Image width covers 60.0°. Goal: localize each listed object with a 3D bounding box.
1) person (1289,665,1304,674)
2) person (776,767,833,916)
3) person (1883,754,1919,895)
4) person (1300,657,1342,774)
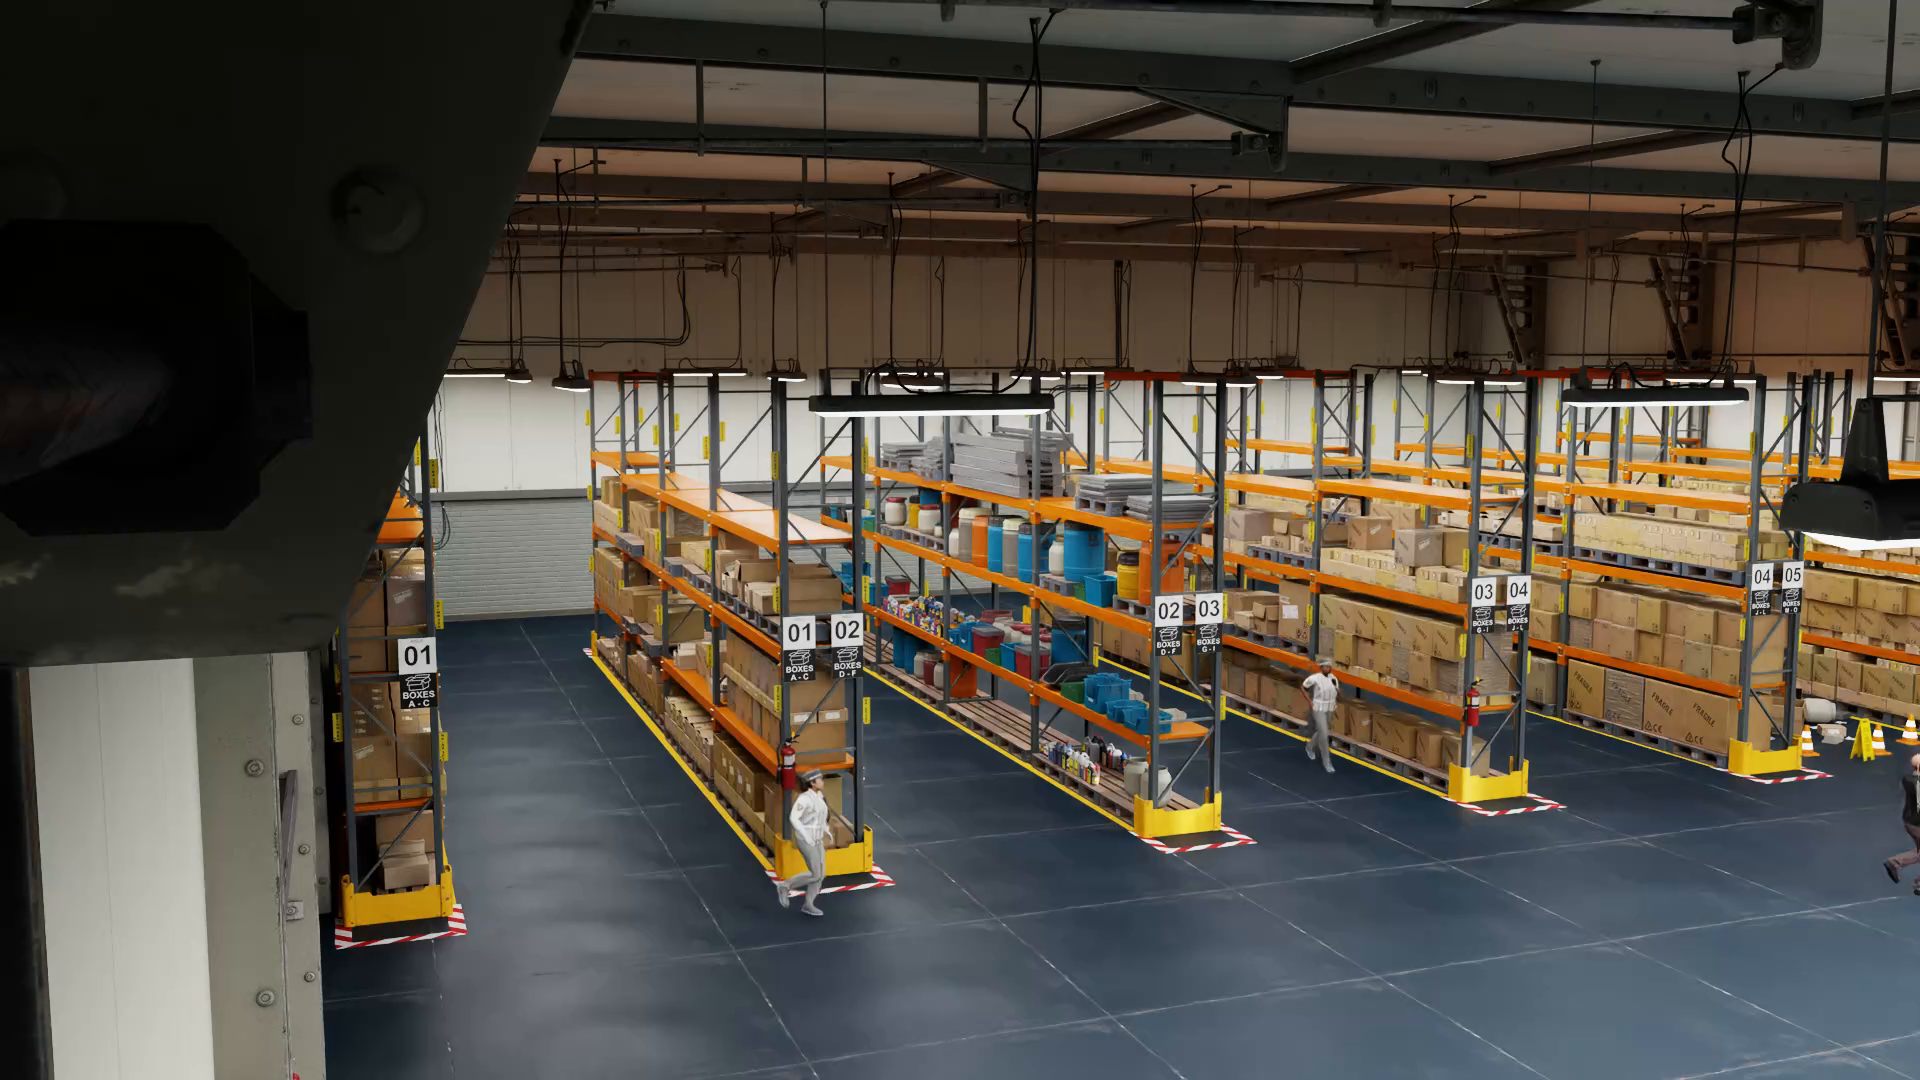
[{"bbox_3d":[6.633,1.992,31.615,0.607,1.658,0.849,-3,7,-27],"label":"person"},{"bbox_3d":[-1.746,3.406,19.001,0.549,1.639,0.676,2,7,17],"label":"person"},{"bbox_3d":[11.219,3.329,19.479,0.614,1.673,0.659,1,6,9],"label":"person"},{"bbox_3d":[5.567,2.642,25.530,0.569,1.741,0.860,-3,7,-25],"label":"person"}]
